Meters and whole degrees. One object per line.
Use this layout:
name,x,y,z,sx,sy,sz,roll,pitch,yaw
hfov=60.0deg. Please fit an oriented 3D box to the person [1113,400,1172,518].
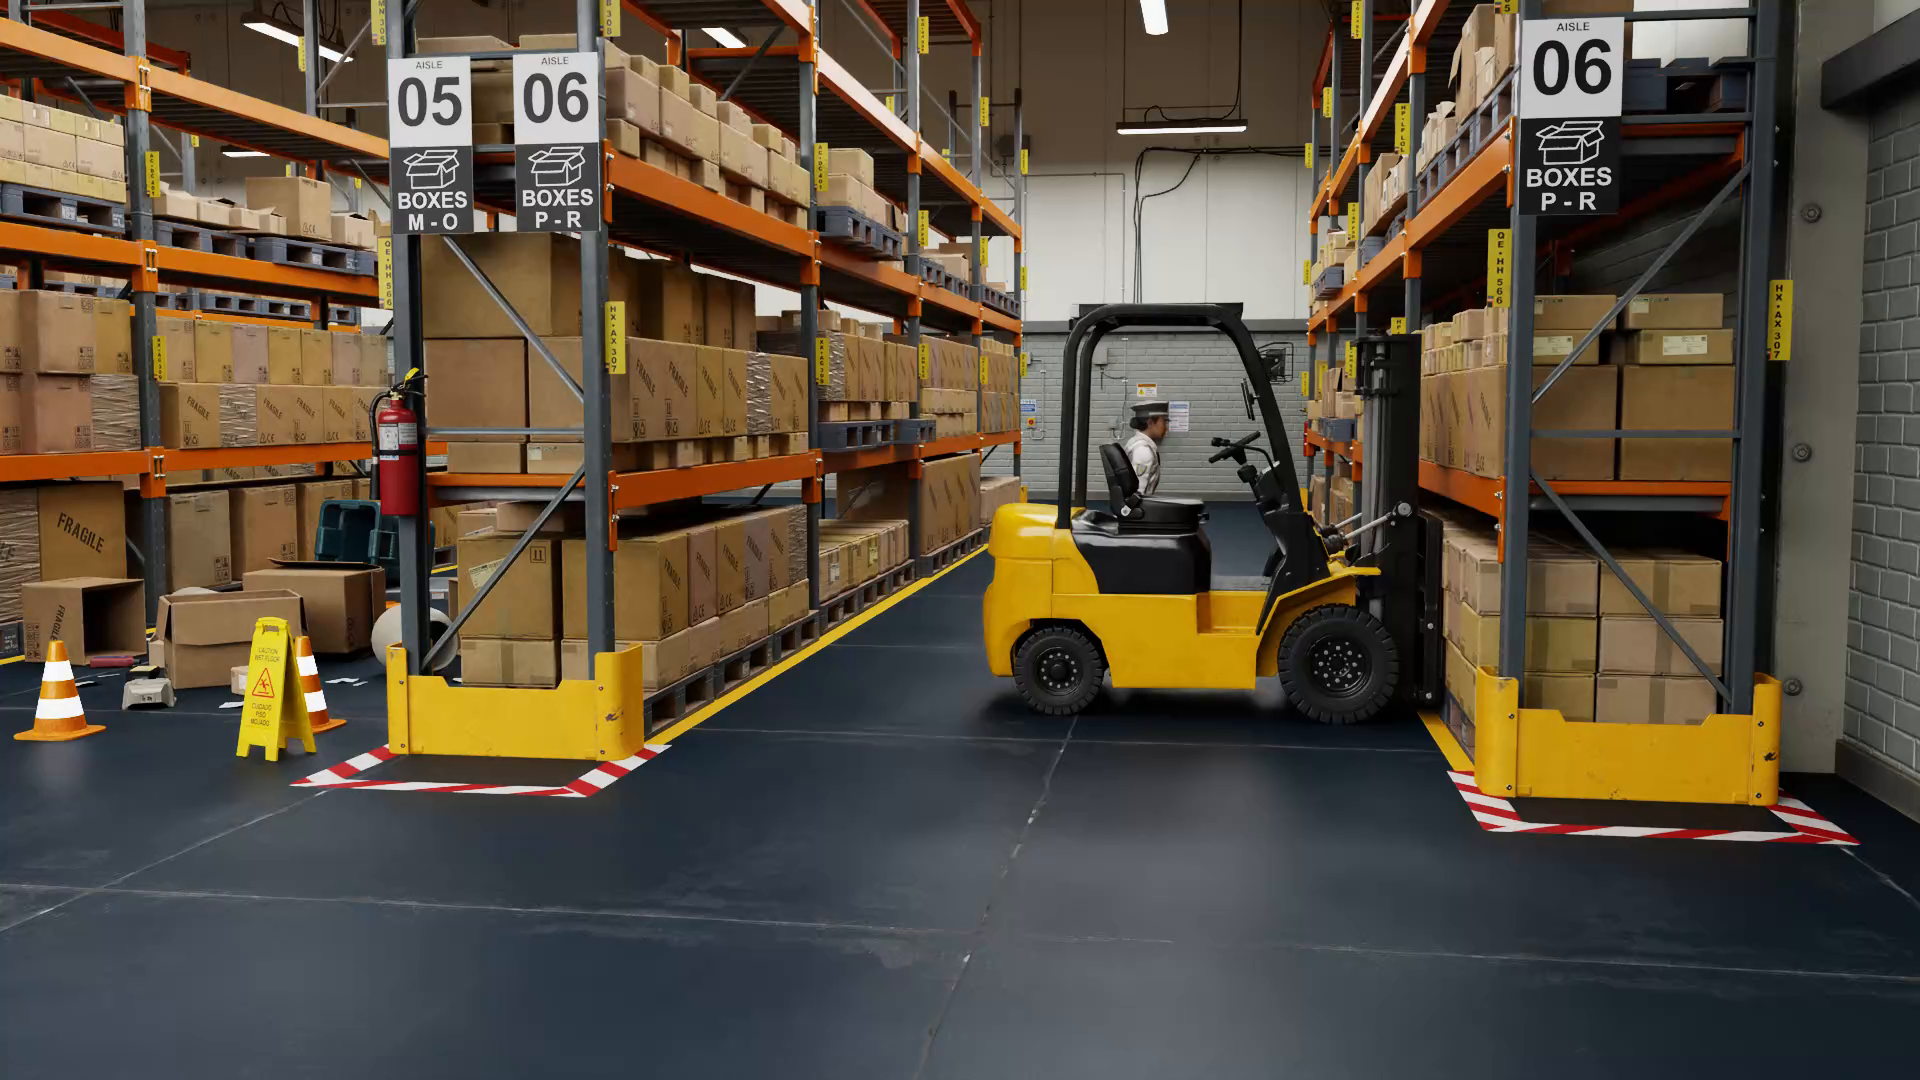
person,1.173,-0.069,10.754,0.375,1.661,0.532,0,5,6
